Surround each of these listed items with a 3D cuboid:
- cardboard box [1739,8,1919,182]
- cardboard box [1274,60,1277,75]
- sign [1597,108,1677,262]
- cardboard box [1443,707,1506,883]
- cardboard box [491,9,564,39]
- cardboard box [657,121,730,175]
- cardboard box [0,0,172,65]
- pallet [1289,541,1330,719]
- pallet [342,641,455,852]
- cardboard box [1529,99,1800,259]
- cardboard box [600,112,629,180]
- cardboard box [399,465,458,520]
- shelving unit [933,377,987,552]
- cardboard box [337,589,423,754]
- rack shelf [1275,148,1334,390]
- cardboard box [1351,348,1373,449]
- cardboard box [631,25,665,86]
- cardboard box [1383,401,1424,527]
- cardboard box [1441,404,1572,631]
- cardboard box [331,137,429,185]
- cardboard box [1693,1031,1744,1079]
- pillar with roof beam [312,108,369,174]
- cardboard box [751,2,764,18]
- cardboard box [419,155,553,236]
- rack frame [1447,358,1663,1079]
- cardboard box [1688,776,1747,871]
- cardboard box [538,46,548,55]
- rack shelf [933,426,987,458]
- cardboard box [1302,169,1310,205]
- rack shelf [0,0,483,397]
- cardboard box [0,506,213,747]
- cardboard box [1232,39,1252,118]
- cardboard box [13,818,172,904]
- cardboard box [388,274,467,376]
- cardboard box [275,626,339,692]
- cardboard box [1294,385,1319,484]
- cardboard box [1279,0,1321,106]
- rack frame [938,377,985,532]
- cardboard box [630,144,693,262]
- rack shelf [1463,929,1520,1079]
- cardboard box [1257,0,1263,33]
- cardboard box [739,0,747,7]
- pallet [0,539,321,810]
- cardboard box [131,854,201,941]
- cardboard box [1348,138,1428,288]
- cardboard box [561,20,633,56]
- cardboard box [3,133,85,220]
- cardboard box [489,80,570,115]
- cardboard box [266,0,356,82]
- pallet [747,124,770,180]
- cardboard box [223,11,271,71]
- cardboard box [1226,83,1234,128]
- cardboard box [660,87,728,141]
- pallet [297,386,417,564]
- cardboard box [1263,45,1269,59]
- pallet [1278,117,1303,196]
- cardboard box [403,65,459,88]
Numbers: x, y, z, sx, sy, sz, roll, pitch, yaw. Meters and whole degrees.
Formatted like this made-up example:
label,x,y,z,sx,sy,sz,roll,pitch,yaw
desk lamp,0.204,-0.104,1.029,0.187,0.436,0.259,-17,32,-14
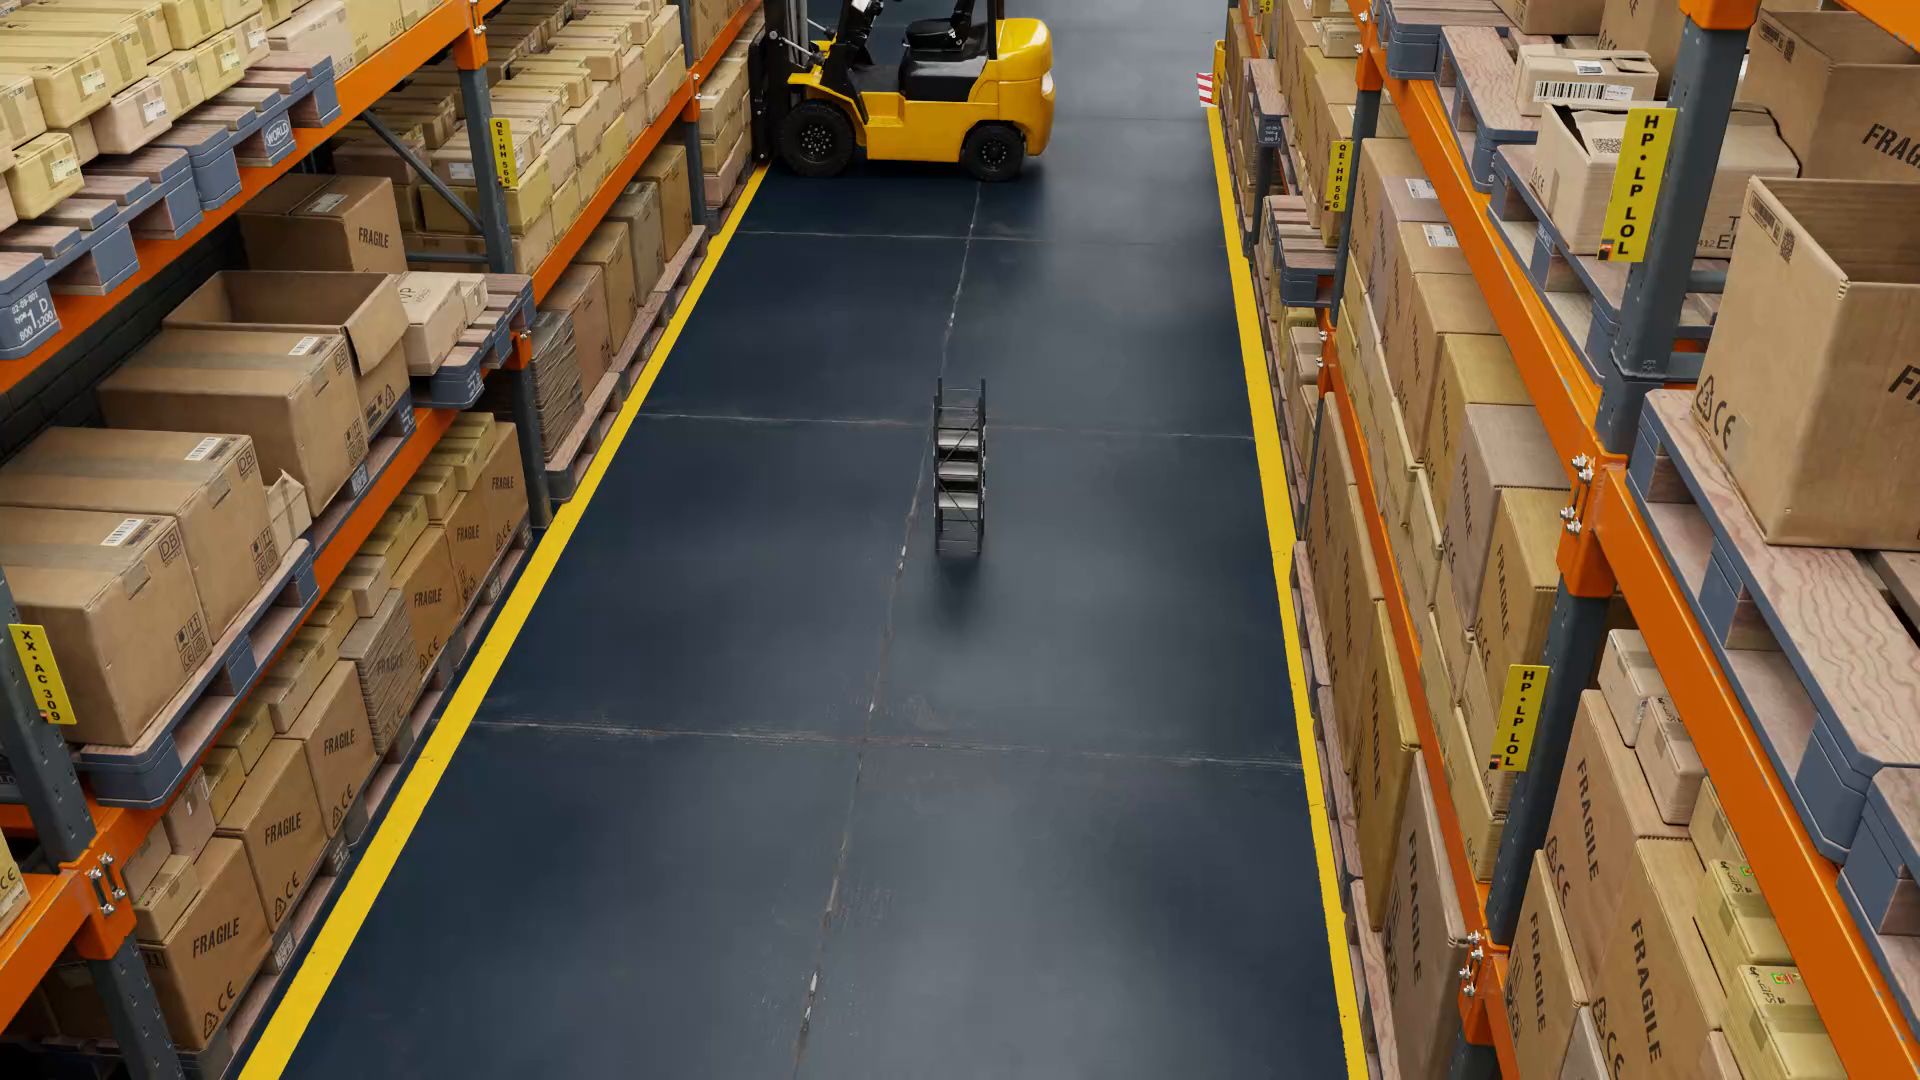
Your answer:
label,x,y,z,sx,sy,sz,roll,pitch,yaw
cardboard box,2.295,-1.024,4.198,0.500,0.500,0.500,2,32,3
cardboard box,2.226,-3.057,10.690,0.380,0.149,0.250,3,32,5
sign,1.393,-0.726,3.417,0.100,0.325,0.005,2,32,4
cardboard box,1.720,0.742,4.831,0.500,0.250,0.500,2,32,3
cardboard box,-2.700,-3.211,10.388,0.380,0.149,0.250,2,32,4
cardboard box,-2.015,-2.931,12.391,0.500,0.250,0.500,2,32,4
cardboard box,-2.581,-1.488,4.906,0.380,0.149,0.250,3,32,5
pallet,2.121,0.428,7.855,1.003,0.211,1.213,2,32,4
pallet,-2.888,0.833,7.196,1.003,0.211,1.213,2,32,4
cardboard box,1.797,-0.965,4.282,0.500,0.311,0.500,2,32,4
cardboard box,-2.283,-2.340,9.831,0.500,0.250,0.500,3,32,6
cardboard box,-2.532,-0.221,7.613,0.380,0.149,0.250,1,32,2
shelving unit,-0.001,-0.379,8.507,0.258,0.900,0.210,2,32,4
cardboard box,-2.623,0.544,6.990,0.500,0.500,0.500,1,32,2
rack shelf,2.423,-1.908,9.673,1.077,0.370,4.000,2,32,4
cardboard box,1.945,-0.590,6.992,0.500,0.250,0.500,2,32,3
cardboard box,-2.182,-3.082,10.559,0.500,0.250,0.500,2,32,3
cardboard box,1.822,-0.268,5.993,0.500,0.250,0.500,3,32,5
cardboard box,1.755,-0.060,4.941,0.500,0.500,0.500,3,32,5
cardboard box,-2.863,-1.876,8.222,0.380,0.149,0.250,3,32,6
cardboard box,1.554,1.225,2.855,0.500,0.500,0.500,3,32,5
pillar with roof beam,0.811,-4.469,7.424,9.100,9.000,0.400,2,32,4
cardboard box,-1.799,-4.474,14.419,0.500,0.250,0.500,3,32,5
cardboard box,-2.383,-1.748,8.394,0.500,0.250,0.500,2,32,4
rack frame,1.934,0.923,4.393,1.000,3.000,0.127,2,32,4
cardboard box,1.666,0.603,3.246,0.380,0.149,0.250,2,32,3
cardboard box,-2.763,-2.835,10.157,0.500,0.250,0.500,2,32,3
rack shelf,-0.001,-0.504,8.430,0.258,0.077,0.200,2,32,4
cardboard box,2.006,-1.830,8.700,0.380,0.149,0.250,1,32,2
rack shelf,-2.850,-1.304,5.833,1.077,0.370,4.000,2,32,4
cardboard box,-2.751,0.248,4.993,0.700,0.500,0.500,3,32,5
cardboard box,2.481,-3.721,13.435,0.500,0.500,0.500,3,32,5
cardboard box,-2.779,1.017,5.322,0.380,0.149,0.250,2,32,3
cardboard box,-2.451,-0.928,7.140,0.500,0.250,0.500,1,32,2
cardboard box,-2.675,0.461,6.508,0.380,0.149,0.250,4,32,6
cardboard box,2.316,-0.524,8.845,0.950,0.372,0.625,0,32,1
cardboard box,2.168,-2.855,9.745,0.500,0.500,0.500,2,32,4
rack frame,0.008,-0.432,8.593,0.240,0.900,0.006,2,32,4
cardboard box,-2.393,-2.365,11.591,0.875,0.625,0.625,4,32,6
rack shelf,1.772,2.275,2.885,1.077,0.370,4.000,2,32,4
cardboard box,2.409,-3.942,11.908,0.500,0.500,0.500,3,32,6
cardboard box,-1.937,-4.534,13.152,0.500,0.500,0.500,3,32,4
pallet,-2.839,0.381,5.455,1.003,0.211,1.213,2,32,4
cardboard box,-2.719,1.146,5.395,0.380,0.149,0.250,4,32,6
cardboard box,1.976,-1.389,7.097,0.500,0.500,0.500,1,32,2
cardboard box,-2.217,-3.062,10.146,0.380,0.149,0.250,2,32,3
cardboard box,-2.537,-0.952,4.320,0.380,0.149,0.250,3,32,5
cardboard box,-2.353,-2.396,9.066,0.380,0.149,0.250,3,32,5
cardboard box,-2.568,-1.789,6.077,0.500,0.250,0.500,2,32,4
pallet,-2.159,-3.337,13.963,1.003,0.211,1.213,2,32,4
cardboard box,-2.493,-1.623,5.409,0.380,0.149,0.250,3,32,5
cardboard box,2.521,-3.683,14.088,0.500,0.250,0.500,4,32,6
cardboard box,-2.010,-3.144,12.260,0.500,0.250,0.500,2,32,3
pallet,-2.841,-0.280,6.528,1.003,0.211,1.213,2,32,4
cardboard box,2.308,-3.334,11.541,0.380,0.149,0.250,2,32,3
pallet,2.380,-2.124,9.520,1.003,0.211,1.213,2,32,4
cardboard box,-2.885,-2.549,9.314,0.380,0.149,0.250,2,32,3
